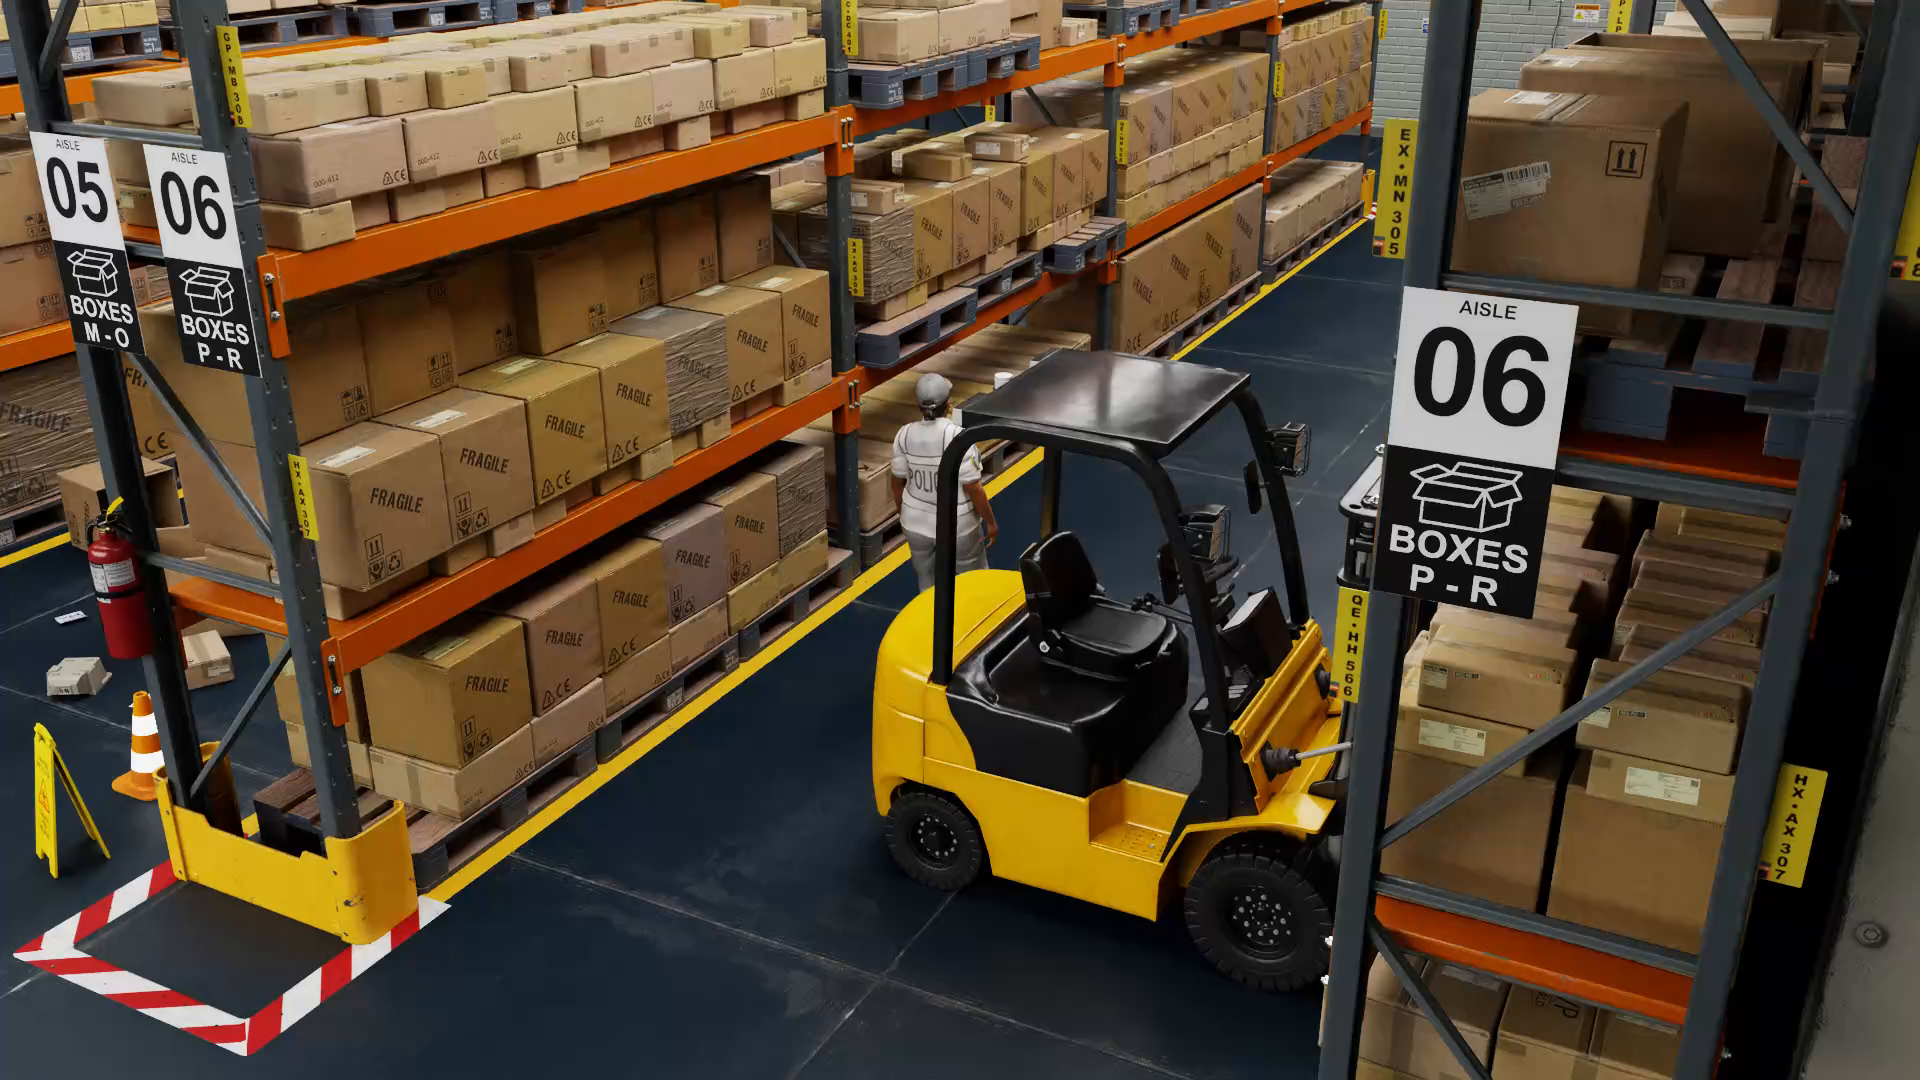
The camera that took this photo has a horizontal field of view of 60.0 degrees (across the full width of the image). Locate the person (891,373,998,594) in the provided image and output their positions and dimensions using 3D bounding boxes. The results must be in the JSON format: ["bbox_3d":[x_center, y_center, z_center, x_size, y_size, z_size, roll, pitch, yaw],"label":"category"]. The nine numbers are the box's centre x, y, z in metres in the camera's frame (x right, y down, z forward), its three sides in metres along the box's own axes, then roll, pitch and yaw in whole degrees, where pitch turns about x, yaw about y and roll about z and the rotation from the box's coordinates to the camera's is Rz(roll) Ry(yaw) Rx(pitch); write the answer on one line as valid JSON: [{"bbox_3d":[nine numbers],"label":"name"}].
[{"bbox_3d":[-0.038,-0.098,8.793,0.598,1.670,0.529,11,25,24],"label":"person"}]
